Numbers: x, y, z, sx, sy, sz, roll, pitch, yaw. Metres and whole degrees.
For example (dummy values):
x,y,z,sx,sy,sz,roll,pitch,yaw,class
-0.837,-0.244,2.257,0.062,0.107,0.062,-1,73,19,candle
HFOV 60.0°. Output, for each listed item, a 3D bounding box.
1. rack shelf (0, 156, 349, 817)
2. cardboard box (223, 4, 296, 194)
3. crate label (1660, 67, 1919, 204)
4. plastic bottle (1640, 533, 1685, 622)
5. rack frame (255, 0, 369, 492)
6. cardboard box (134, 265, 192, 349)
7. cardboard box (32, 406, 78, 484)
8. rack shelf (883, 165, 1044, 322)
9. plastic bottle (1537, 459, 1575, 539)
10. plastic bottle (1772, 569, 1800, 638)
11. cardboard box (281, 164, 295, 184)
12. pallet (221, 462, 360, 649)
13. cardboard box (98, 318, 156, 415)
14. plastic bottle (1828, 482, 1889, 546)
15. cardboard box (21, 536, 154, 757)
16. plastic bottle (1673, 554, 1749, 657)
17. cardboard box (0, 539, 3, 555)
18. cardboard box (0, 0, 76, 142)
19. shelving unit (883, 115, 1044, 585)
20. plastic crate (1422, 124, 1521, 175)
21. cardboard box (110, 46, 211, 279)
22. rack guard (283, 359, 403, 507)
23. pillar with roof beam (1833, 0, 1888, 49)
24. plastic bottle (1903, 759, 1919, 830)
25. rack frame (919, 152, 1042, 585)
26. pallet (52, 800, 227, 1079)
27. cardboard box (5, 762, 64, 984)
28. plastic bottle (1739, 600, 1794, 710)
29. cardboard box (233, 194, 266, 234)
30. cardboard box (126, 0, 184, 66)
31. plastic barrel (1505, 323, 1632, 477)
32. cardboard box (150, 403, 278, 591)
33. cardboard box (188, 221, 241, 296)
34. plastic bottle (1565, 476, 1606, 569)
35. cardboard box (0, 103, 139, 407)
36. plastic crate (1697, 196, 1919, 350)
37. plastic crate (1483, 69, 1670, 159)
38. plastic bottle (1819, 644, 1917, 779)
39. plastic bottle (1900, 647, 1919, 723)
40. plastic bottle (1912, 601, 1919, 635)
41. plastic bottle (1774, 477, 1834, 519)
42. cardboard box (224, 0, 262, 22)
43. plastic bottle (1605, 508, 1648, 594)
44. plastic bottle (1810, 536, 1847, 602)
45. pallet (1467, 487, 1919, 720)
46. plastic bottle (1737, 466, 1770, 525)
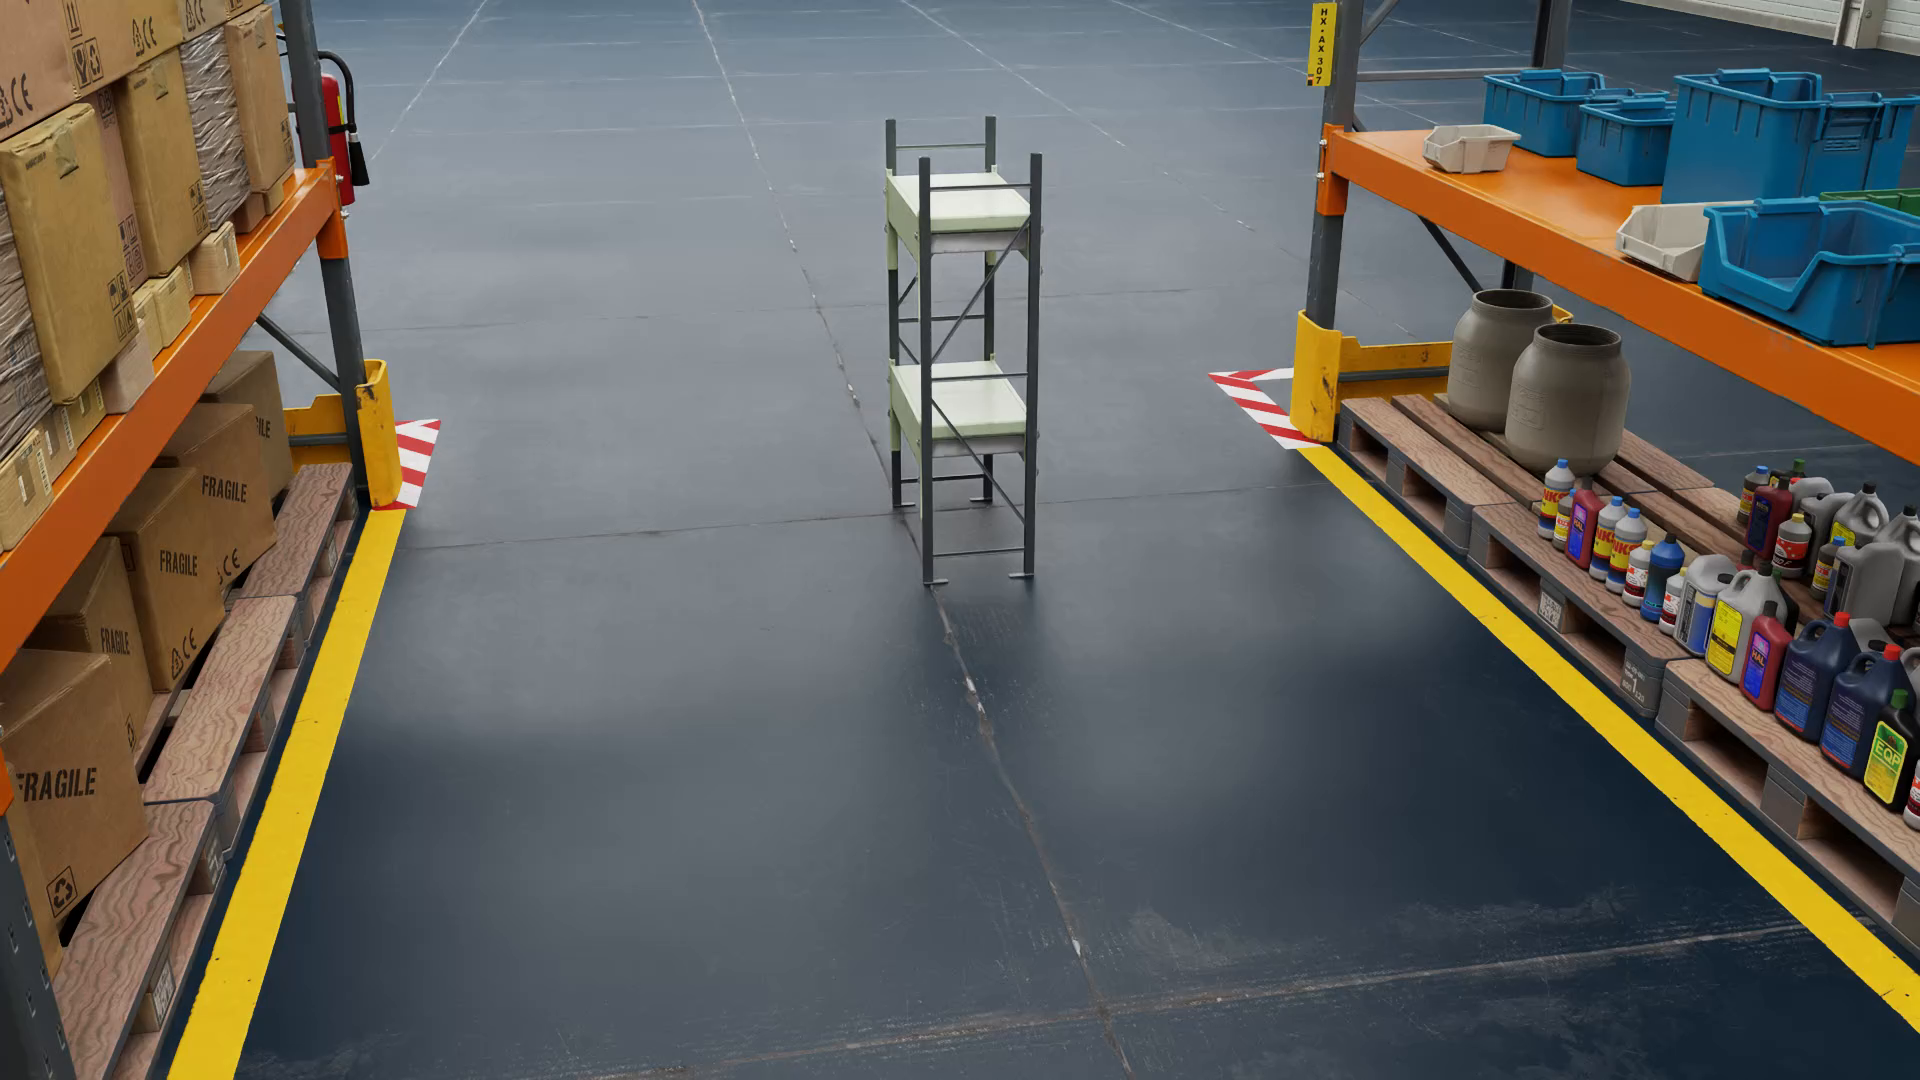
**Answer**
x,y,z,sx,sy,sz,roll,pitch,yaw,class
-2.482,-0.447,4.425,1.077,0.370,4.000,-4,24,-10,rack shelf
-2.567,-1.340,5.073,0.875,0.500,0.500,-4,24,-10,cardboard box
2.622,-1.242,5.303,0.502,0.435,0.616,-4,24,-10,crate label
2.164,0.109,5.113,0.097,0.271,0.097,0,24,0,plastic bottle
-2.852,-1.564,6.082,1.000,3.000,0.127,-4,24,-10,rack frame
-2.147,-0.571,4.123,0.380,0.149,0.250,-4,24,-10,cardboard box
-1.963,-0.178,3.223,0.380,0.149,0.250,-4,24,-10,cardboard box
-0.001,-1.048,5.800,0.431,0.370,0.720,-4,24,-10,rack shelf
2.045,-0.145,5.694,0.097,0.271,0.097,0,24,0,plastic bottle
2.354,0.234,4.810,0.061,0.283,0.133,-4,24,-10,plastic bottle
-2.596,-1.352,5.911,0.380,0.149,0.250,-4,24,-10,cardboard box
-2.722,0.066,5.834,1.003,0.211,1.213,-4,24,-10,pallet
-2.024,-0.377,3.678,0.380,0.149,0.250,-4,24,-10,cardboard box
2.866,-0.007,5.279,0.144,0.351,0.185,-3,24,-8,plastic bottle
-2.452,0.339,4.324,0.500,0.500,0.500,-6,24,-14,cardboard box
2.232,0.191,4.918,0.152,0.276,0.135,-4,24,-9,plastic bottle
-1.856,0.018,2.775,0.380,0.149,0.250,-4,24,-10,cardboard box
-2.039,-1.023,3.099,0.500,0.500,0.500,-4,24,-10,cardboard box
-0.001,-0.690,5.956,0.431,1.500,0.755,-4,24,-10,shelving unit
1.865,-1.434,6.114,0.298,0.136,0.250,-4,24,-10,plastic crate
-2.436,-0.942,4.163,0.875,0.500,0.500,-4,24,-10,cardboard box
-2.838,-0.388,6.514,1.175,0.500,0.348,-4,24,-10,rack guard
6.282,-9.603,16.994,9.100,9.000,0.400,-4,24,-10,pillar with roof beam
2.382,0.604,4.065,0.097,0.201,0.097,0,24,0,plastic bottle
0.066,-0.546,5.626,0.400,1.500,0.023,-4,24,-10,rack frame
-2.271,1.026,3.637,1.003,0.211,1.213,-4,24,-10,pallet
-2.147,0.803,3.263,0.500,0.500,0.500,-5,24,-11,cardboard box
2.247,0.318,4.619,0.061,0.283,0.133,-3,24,-6,plastic bottle
-2.423,-1.059,5.241,0.380,0.149,0.250,-4,24,-10,cardboard box
-2.235,-1.416,3.997,0.500,0.500,0.500,-4,24,-10,cardboard box
2.305,-0.532,6.304,0.421,0.512,0.421,0,24,0,plastic barrel
-2.608,-0.131,5.401,0.500,0.500,0.500,2,24,4,cardboard box
-2.215,-0.769,4.578,0.380,0.149,0.250,-4,24,-10,cardboard box
2.069,-0.060,5.485,0.061,0.283,0.133,-4,24,-9,plastic bottle
-2.192,-0.553,3.272,0.875,0.500,0.500,-4,24,-10,cardboard box
2.284,-0.704,4.300,0.499,0.251,0.616,-4,24,-10,plastic crate
2.403,-1.687,6.551,0.499,0.251,0.616,-4,24,-10,plastic crate
2.353,0.424,4.293,0.144,0.351,0.185,-5,24,-11,plastic bottle
2.495,0.413,4.317,0.144,0.351,0.185,-4,24,-10,plastic bottle
2.950,0.188,5.017,0.097,0.201,0.097,0,24,0,plastic bottle
2.806,-0.092,5.567,0.152,0.276,0.135,-4,24,-9,plastic bottle
-2.409,-1.810,4.900,0.500,0.500,0.500,-4,24,-10,cardboard box
2.127,0.029,5.295,0.097,0.271,0.097,0,24,0,plastic bottle
2.756,0.087,5.249,0.097,0.201,0.097,0,24,0,plastic bottle
2.443,0.173,5.590,1.003,0.211,1.213,-4,24,-10,pallet
2.786,-0.159,5.814,0.097,0.201,0.097,0,24,0,plastic bottle
